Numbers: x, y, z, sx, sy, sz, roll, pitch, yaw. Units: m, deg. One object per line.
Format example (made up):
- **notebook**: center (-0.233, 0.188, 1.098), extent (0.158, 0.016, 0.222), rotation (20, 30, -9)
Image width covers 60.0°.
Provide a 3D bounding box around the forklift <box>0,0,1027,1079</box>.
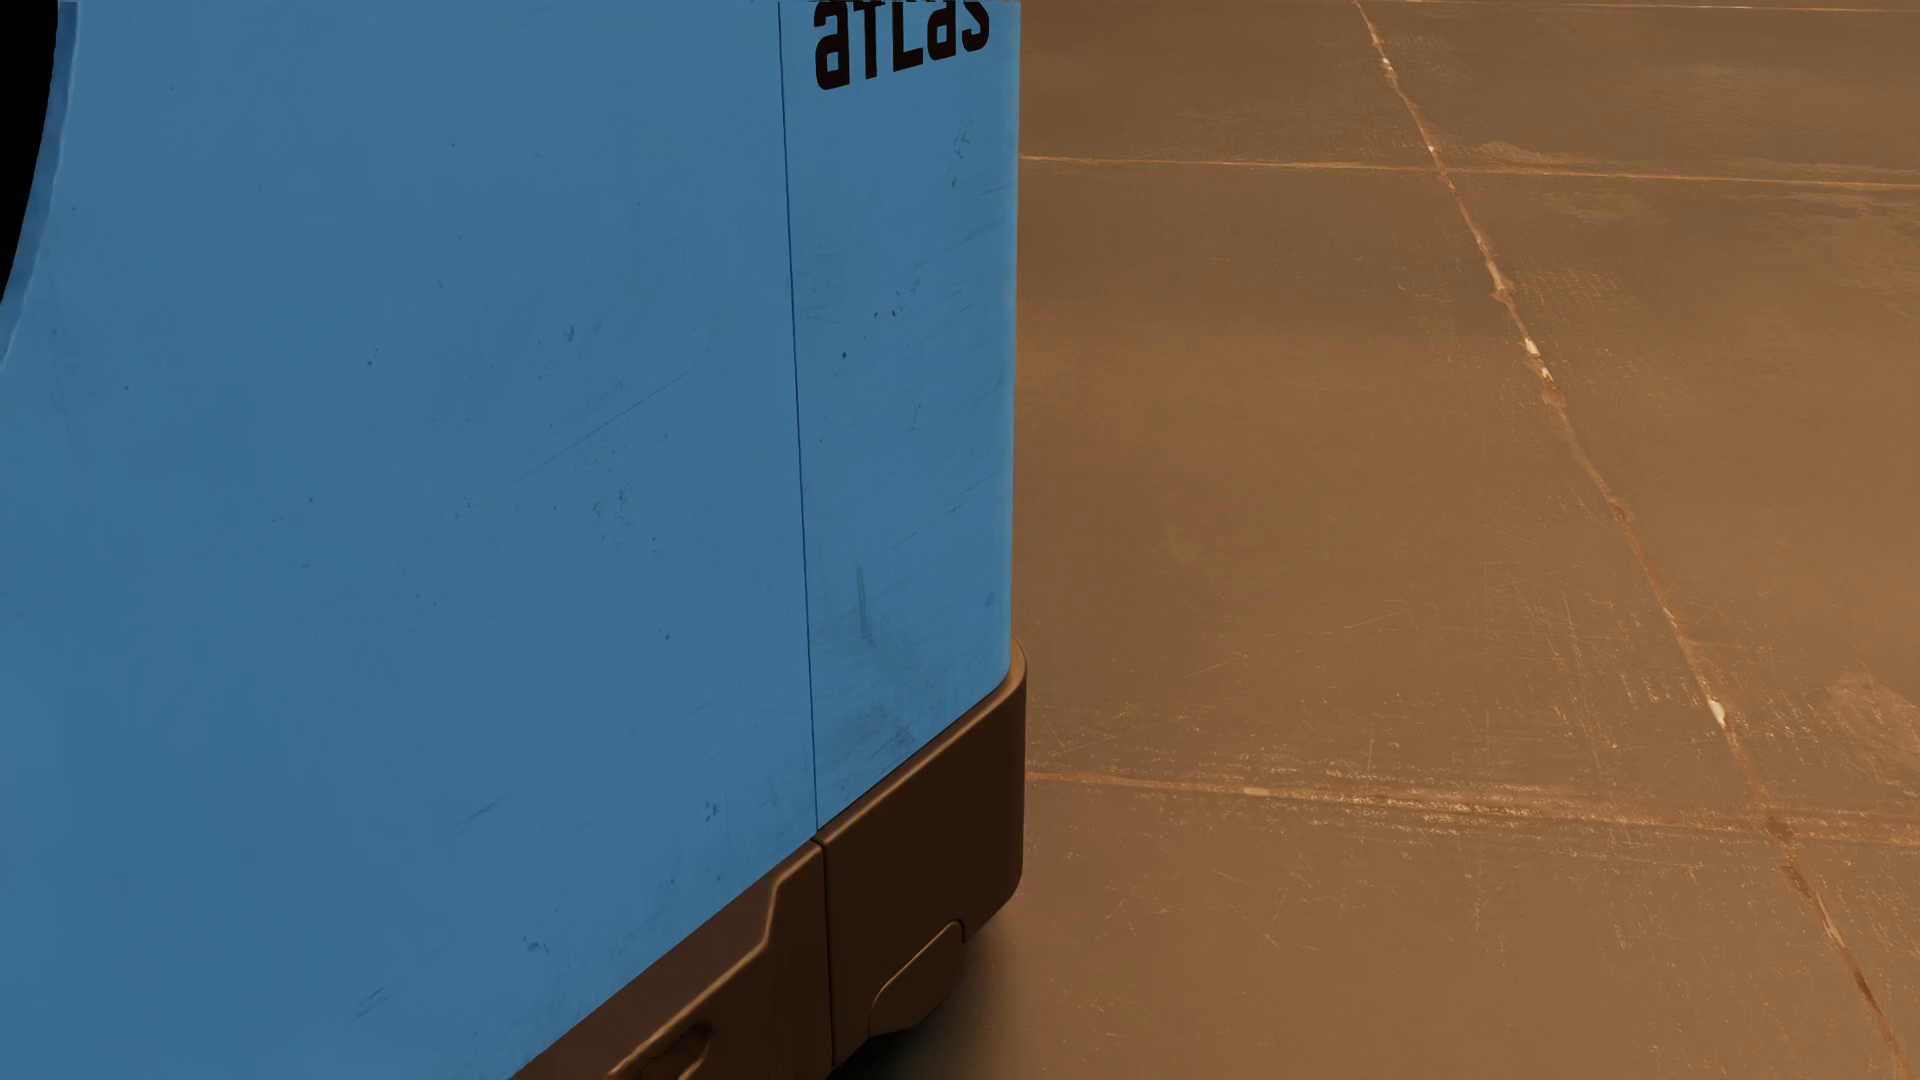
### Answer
- **forklift**: center (-1.180, -0.503, 0.225), extent (1.130, 2.935, 3.031), rotation (17, 31, 30)
